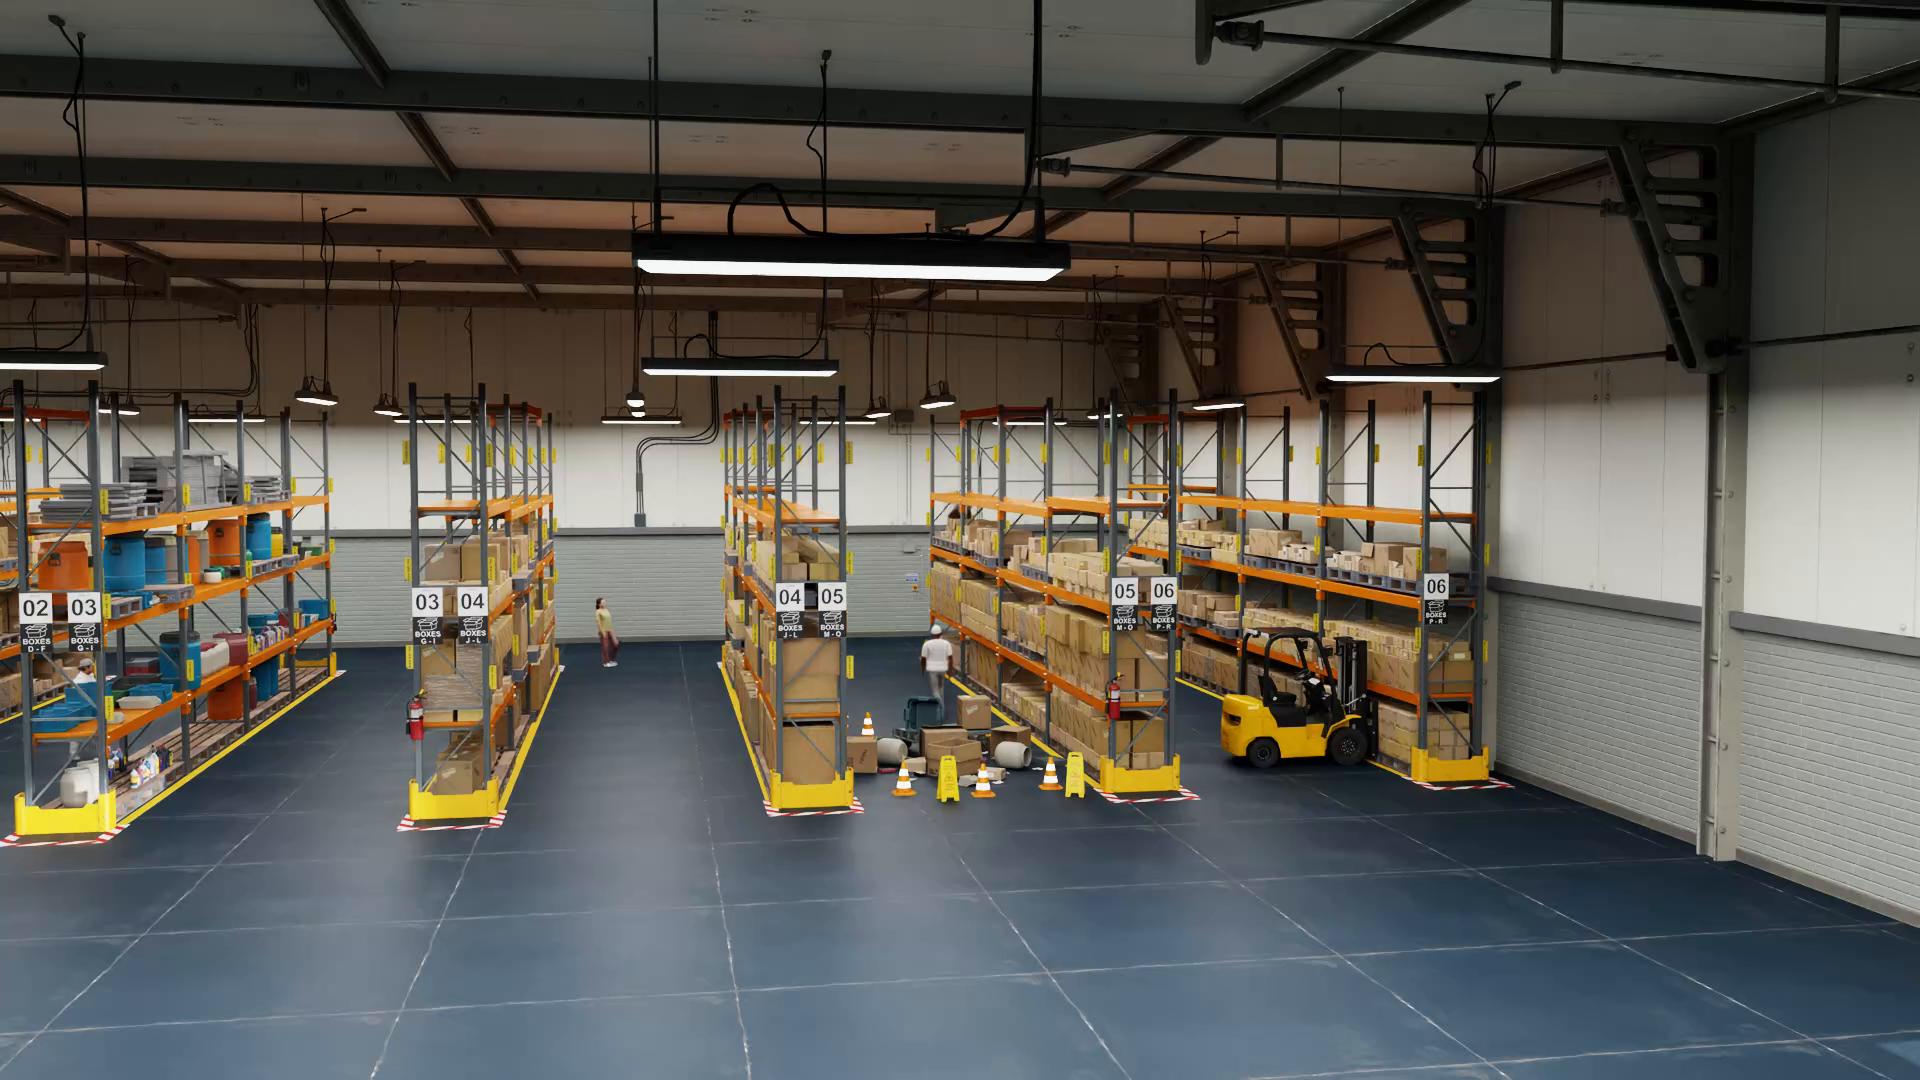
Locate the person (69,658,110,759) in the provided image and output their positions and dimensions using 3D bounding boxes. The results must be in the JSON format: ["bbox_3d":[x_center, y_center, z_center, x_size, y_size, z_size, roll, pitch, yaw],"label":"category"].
[{"bbox_3d":[-14.412,2.792,27.555,0.514,1.693,0.677,1,3,12],"label":"person"}]

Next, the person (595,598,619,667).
[{"bbox_3d":[-8.313,2.185,39.150,0.541,1.656,0.490,-3,4,-43],"label":"person"}]

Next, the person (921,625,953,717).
[{"bbox_3d":[-0.466,2.512,31.711,0.567,1.799,0.692,-1,3,-22],"label":"person"}]
